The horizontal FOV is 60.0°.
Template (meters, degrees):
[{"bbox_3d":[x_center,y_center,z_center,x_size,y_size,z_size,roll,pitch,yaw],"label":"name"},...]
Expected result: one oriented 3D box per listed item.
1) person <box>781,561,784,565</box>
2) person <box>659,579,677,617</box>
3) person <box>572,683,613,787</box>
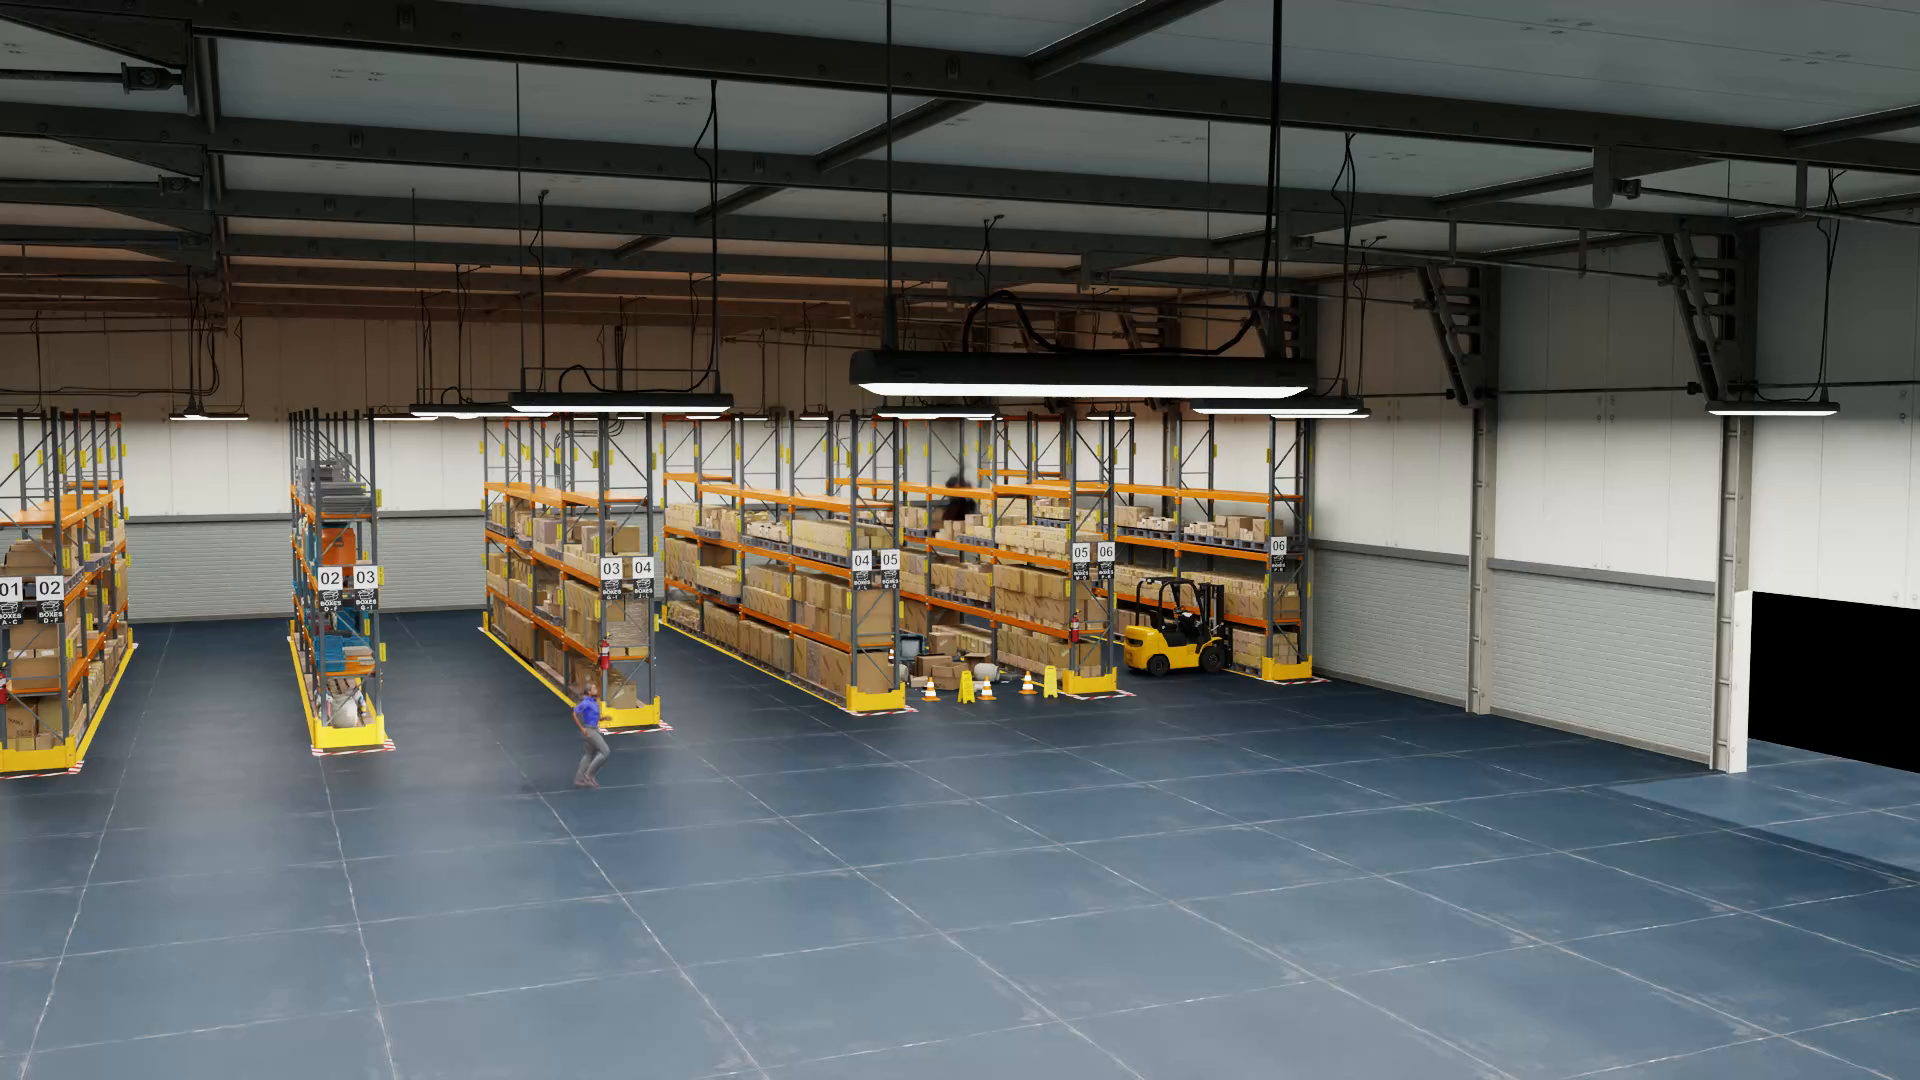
[{"bbox_3d":[-5.419,1.401,50.664,0.604,1.568,0.570,-2,4,-24],"label":"person"},{"bbox_3d":[-8.496,1.448,49.211,0.826,1.761,0.795,-1,4,-20],"label":"person"},{"bbox_3d":[-5.771,3.070,26.171,0.622,1.626,0.561,0,4,-7],"label":"person"}]
